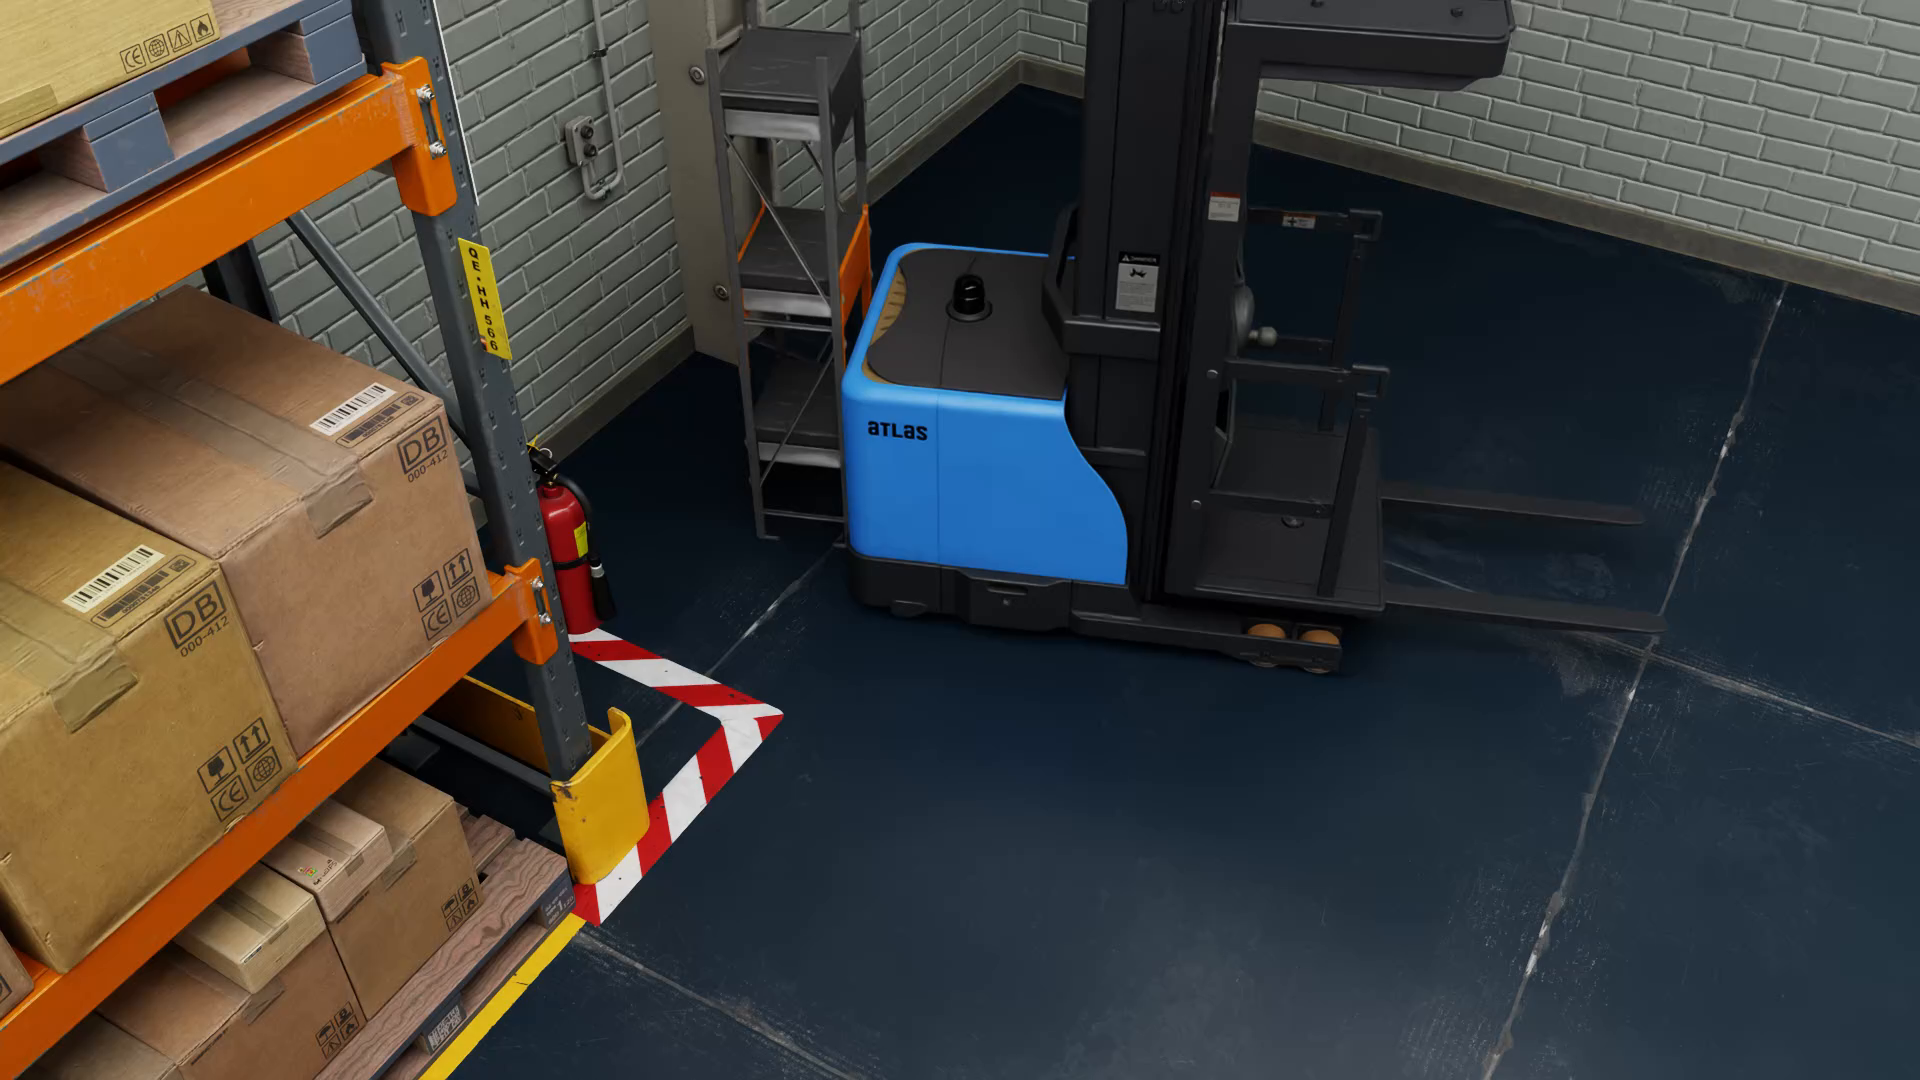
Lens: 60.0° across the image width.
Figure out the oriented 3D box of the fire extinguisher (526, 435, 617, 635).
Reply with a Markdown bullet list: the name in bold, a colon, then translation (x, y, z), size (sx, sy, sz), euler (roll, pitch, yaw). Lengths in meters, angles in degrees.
- **fire extinguisher**: translation (-1.158, -0.019, 4.843), size (0.296, 0.674, 0.183), euler (21, 45, 22)

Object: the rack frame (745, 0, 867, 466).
- **rack frame**: translation (-0.545, -1.095, 6.405), size (0.400, 2.100, 0.015), euler (6, 42, 7)

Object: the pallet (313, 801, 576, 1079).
- **pallet**: translation (-1.966, 1.276, 5.142), size (1.003, 0.211, 1.213), euler (21, 45, 22)

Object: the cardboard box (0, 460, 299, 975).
- **cardboard box**: translation (-2.234, 0.348, 3.858), size (0.980, 0.700, 0.700), euler (21, 45, 22)

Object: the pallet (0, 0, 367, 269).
- **pallet**: translation (-1.996, -0.919, 3.321), size (1.003, 0.211, 1.213), euler (21, 45, 22)

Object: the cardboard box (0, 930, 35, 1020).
- **cardboard box**: translation (-2.624, 0.781, 3.366), size (0.980, 0.700, 0.700), euler (19, 45, 20)

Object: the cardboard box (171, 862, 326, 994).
- **cardboard box**: translation (-1.931, 0.997, 4.432), size (0.380, 0.149, 0.250), euler (22, 46, 23)

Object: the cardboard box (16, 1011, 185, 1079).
- **cardboard box**: translation (-2.399, 1.534, 4.312), size (0.700, 0.500, 0.500), euler (19, 45, 21)

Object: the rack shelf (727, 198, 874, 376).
- **rack shelf**: translation (-0.585, -0.926, 6.233), size (0.431, 0.518, 0.480), euler (6, 42, 7)

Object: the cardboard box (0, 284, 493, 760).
- **cardboard box**: translation (-1.880, -0.072, 4.335), size (0.980, 0.700, 0.700), euler (23, 46, 24)

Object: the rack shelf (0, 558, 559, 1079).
- **rack shelf**: translation (-2.634, 1.160, 3.707), size (1.077, 0.370, 4.000), euler (21, 45, 22)

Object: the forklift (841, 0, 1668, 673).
- **forklift**: translation (1.134, -0.985, 5.651), size (3.031, 2.935, 1.130), euler (6, 42, 7)

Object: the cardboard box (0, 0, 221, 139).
- **cardboard box**: translation (-1.770, -1.012, 3.080), size (0.500, 0.250, 0.500), euler (22, 46, 23)

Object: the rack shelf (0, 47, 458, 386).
- **rack shelf**: translation (-2.634, 0.034, 2.716), size (1.077, 0.370, 4.000), euler (21, 45, 22)

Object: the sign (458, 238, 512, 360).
- **sign**: translation (-1.171, -0.590, 4.095), size (0.100, 0.325, 0.005), euler (21, 45, 22)

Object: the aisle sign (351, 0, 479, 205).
- **aisle sign**: translation (-1.338, -1.172, 3.844), size (0.394, 0.787, 0.004), euler (21, 45, 22)

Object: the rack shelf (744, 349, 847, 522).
- **rack shelf**: translation (-0.585, -0.400, 6.696), size (0.431, 0.518, 0.480), euler (6, 42, 7)

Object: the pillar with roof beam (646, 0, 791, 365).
- **pillar with roof beam**: translation (2.696, -2.913, 3.249), size (9.100, 9.000, 0.400), euler (21, 45, 22)

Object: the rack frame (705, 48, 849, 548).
- **rack frame**: translation (-0.625, -0.777, 6.043), size (0.400, 2.100, 0.015), euler (6, 42, 7)

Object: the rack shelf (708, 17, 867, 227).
- **rack shelf**: translation (-0.585, -1.451, 5.770), size (0.431, 0.518, 0.480), euler (6, 42, 7)

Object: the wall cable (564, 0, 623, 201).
- **wall cable**: translation (-1.812, -1.681, 5.621), size (0.084, 1.984, 1.851), euler (21, 45, 22)

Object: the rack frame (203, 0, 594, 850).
- **rack frame**: translation (-1.633, -0.254, 4.769), size (1.000, 3.000, 0.127), euler (21, 45, 22)

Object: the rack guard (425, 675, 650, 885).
- **rack guard**: translation (-1.621, 0.670, 5.611), size (1.175, 0.500, 0.348), euler (21, 45, 22)

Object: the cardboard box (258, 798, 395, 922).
- **cardboard box**: translation (-1.804, 0.850, 4.598), size (0.380, 0.149, 0.250), euler (20, 45, 22)

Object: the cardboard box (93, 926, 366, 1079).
- **cardboard box**: translation (-2.148, 1.246, 4.639), size (0.700, 0.500, 0.500), euler (21, 45, 22)

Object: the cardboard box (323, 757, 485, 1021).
- **cardboard box**: translation (-1.897, 0.960, 4.964), size (0.700, 0.500, 0.500), euler (21, 45, 22)

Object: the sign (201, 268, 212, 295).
- **sign**: translation (-2.111, -0.796, 4.669), size (0.100, 0.325, 0.005), euler (21, 45, 22)

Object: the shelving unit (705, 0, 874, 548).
- **shelving unit**: translation (-0.585, -0.936, 6.224), size (0.431, 2.100, 0.503), euler (6, 42, 7)
